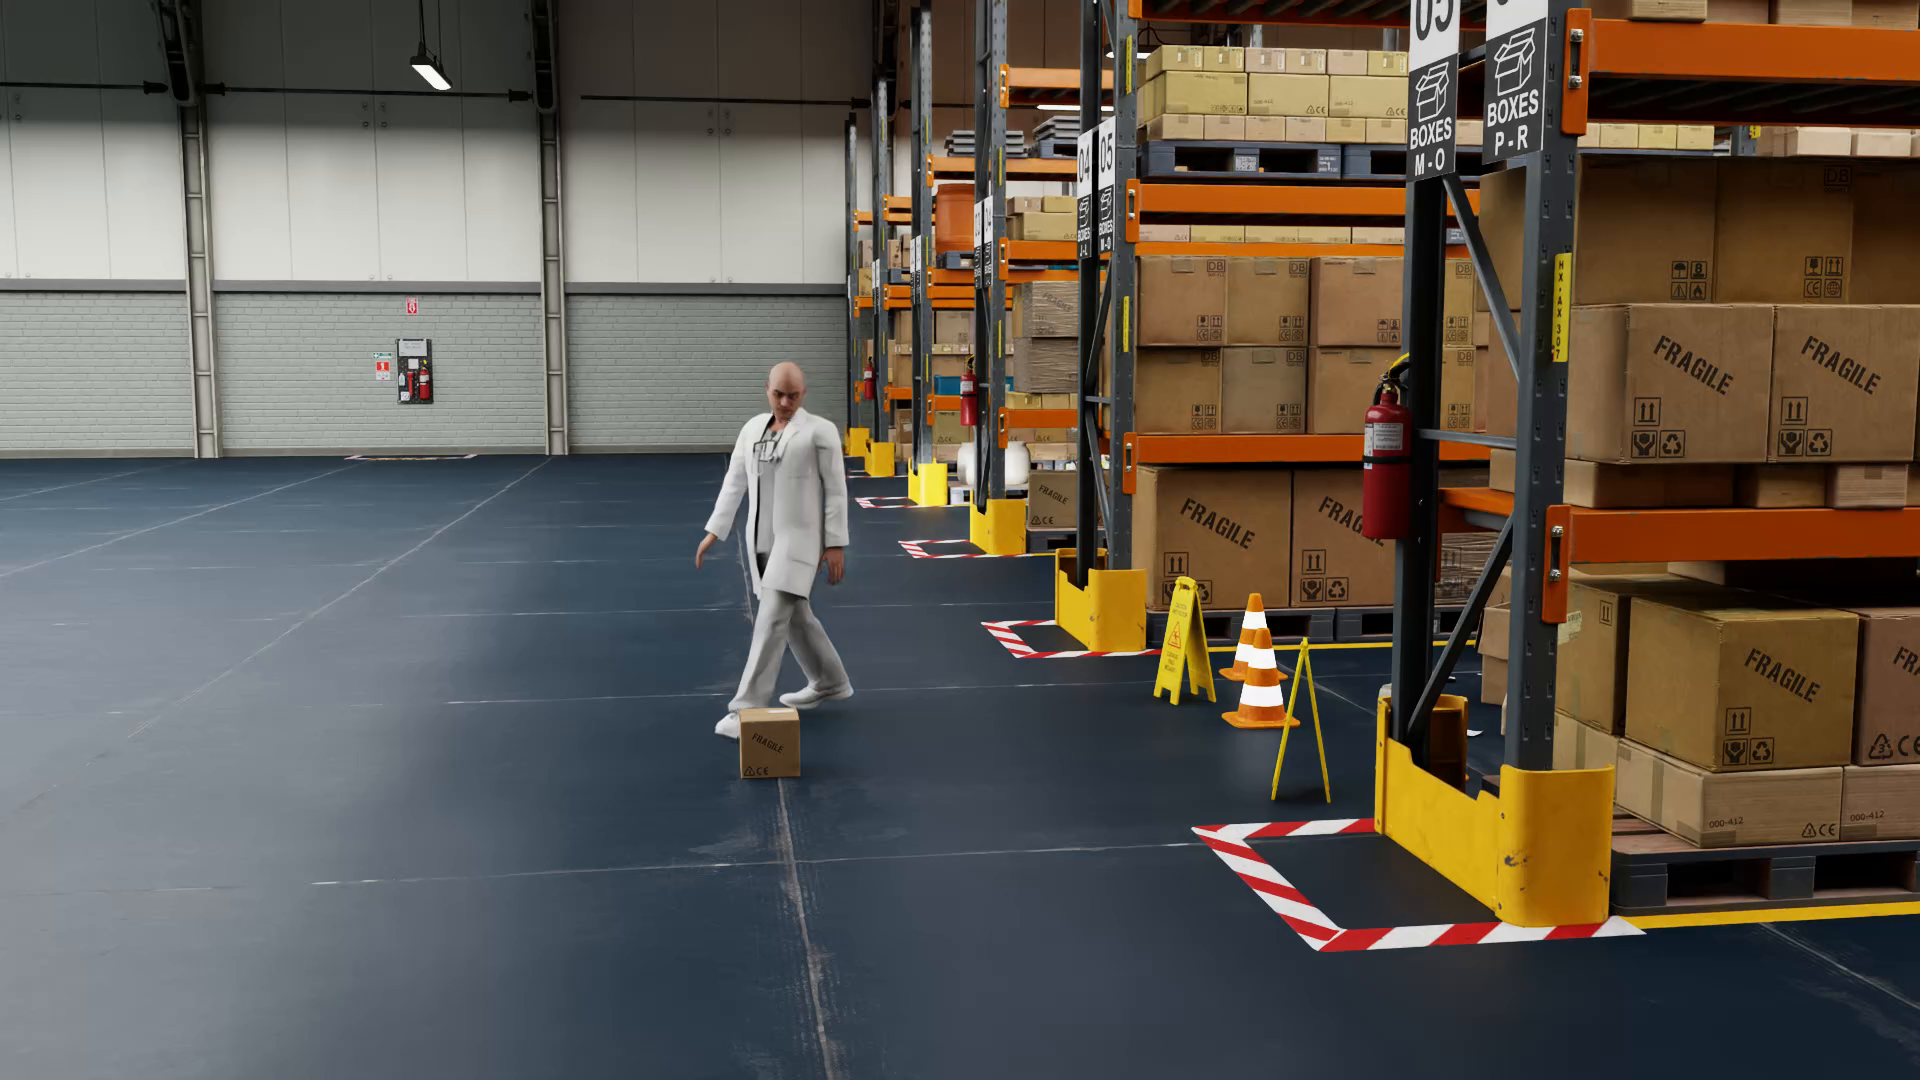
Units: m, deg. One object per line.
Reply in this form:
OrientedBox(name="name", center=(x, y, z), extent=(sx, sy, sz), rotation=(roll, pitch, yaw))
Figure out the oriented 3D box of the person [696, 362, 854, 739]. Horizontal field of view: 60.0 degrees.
OrientedBox(name="person", center=(-0.885, 0.026, 7.937), extent=(0.650, 1.741, 1.002), rotation=(5, 8, 39))
